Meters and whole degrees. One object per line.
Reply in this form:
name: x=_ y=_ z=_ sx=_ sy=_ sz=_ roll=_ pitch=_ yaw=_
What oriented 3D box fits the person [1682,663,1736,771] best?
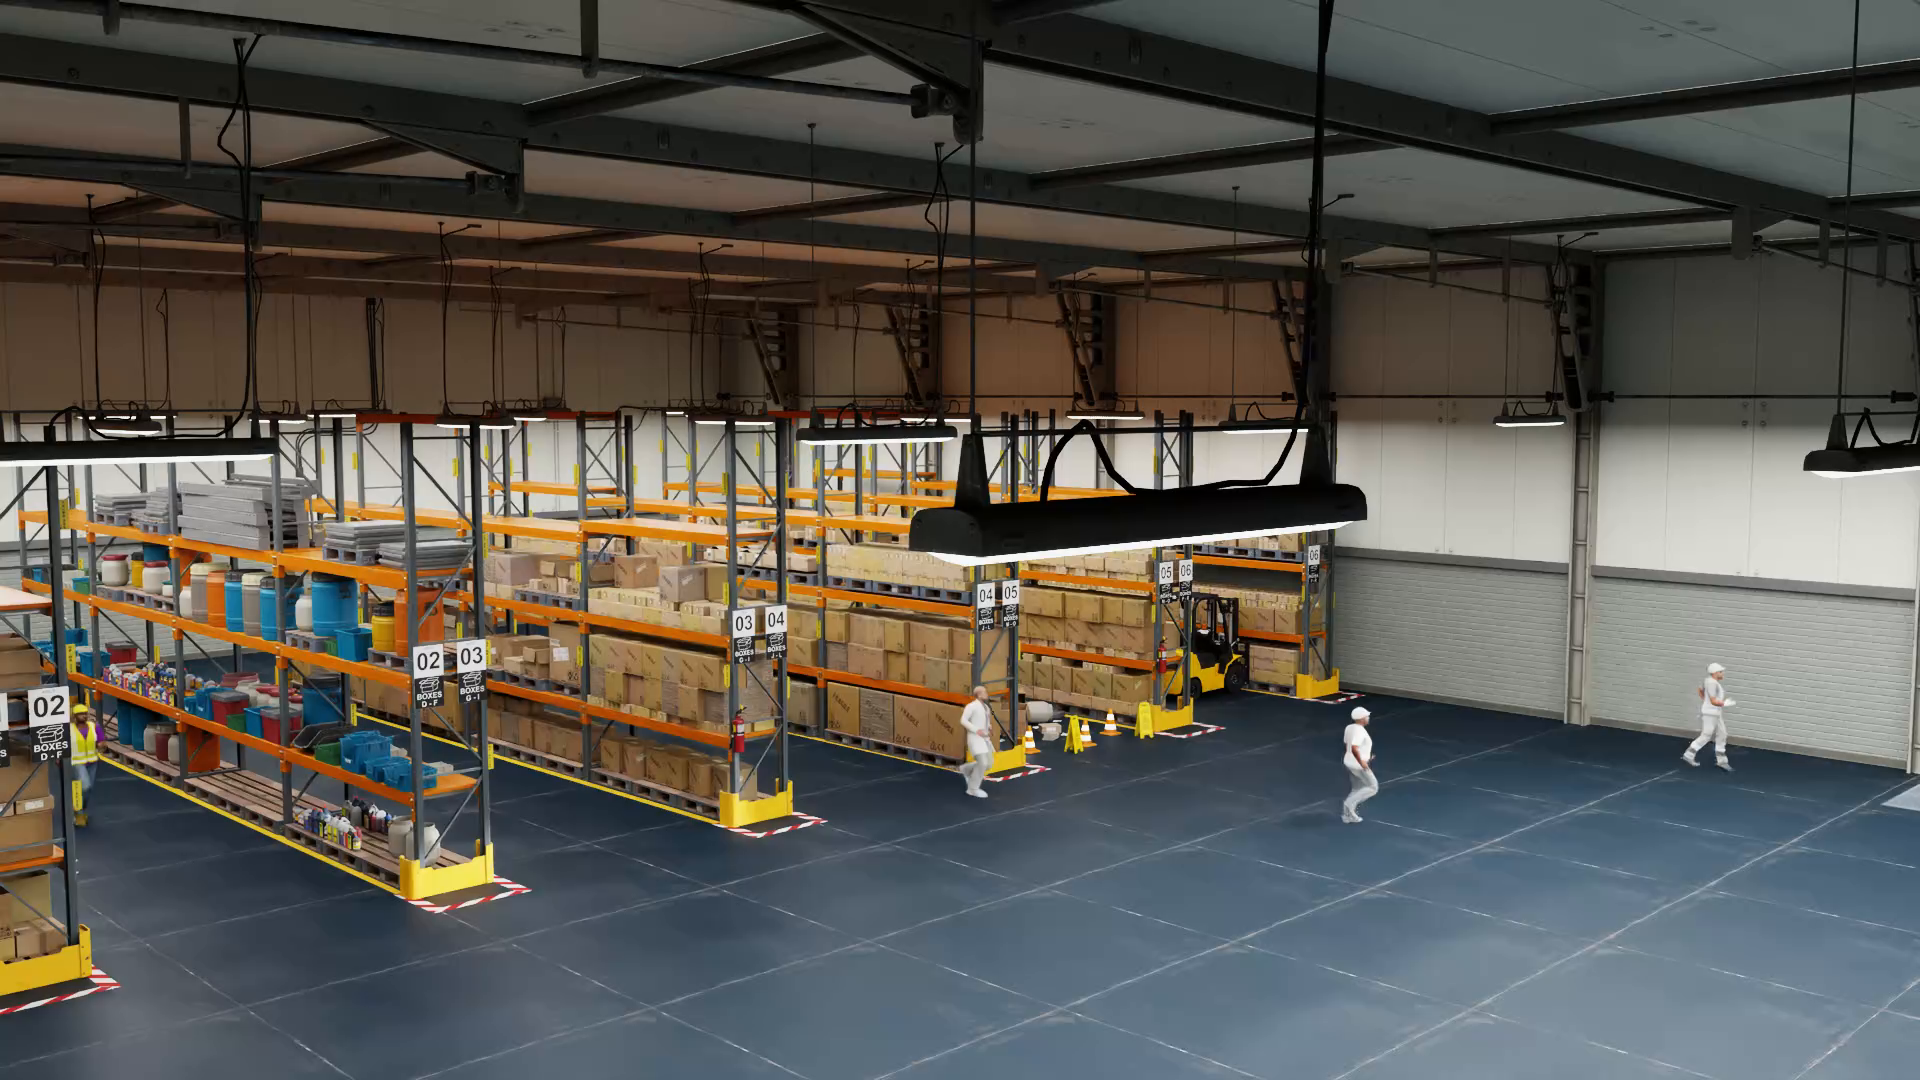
person: x=12.700 y=2.995 z=28.147 sx=0.817 sy=1.844 sz=0.683 roll=2 pitch=6 yaw=26

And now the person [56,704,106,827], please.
person: x=-12.951 y=3.324 z=24.554 sx=0.728 sy=1.801 sz=0.670 roll=3 pitch=6 yaw=33

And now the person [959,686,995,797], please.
person: x=0.265 y=3.188 z=26.599 sx=0.646 sy=1.704 sz=0.722 roll=3 pitch=6 yaw=31

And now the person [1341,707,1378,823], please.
person: x=5.939 y=3.333 z=24.685 sx=0.576 sy=1.715 sz=0.640 roll=-1 pitch=5 yaw=-10
